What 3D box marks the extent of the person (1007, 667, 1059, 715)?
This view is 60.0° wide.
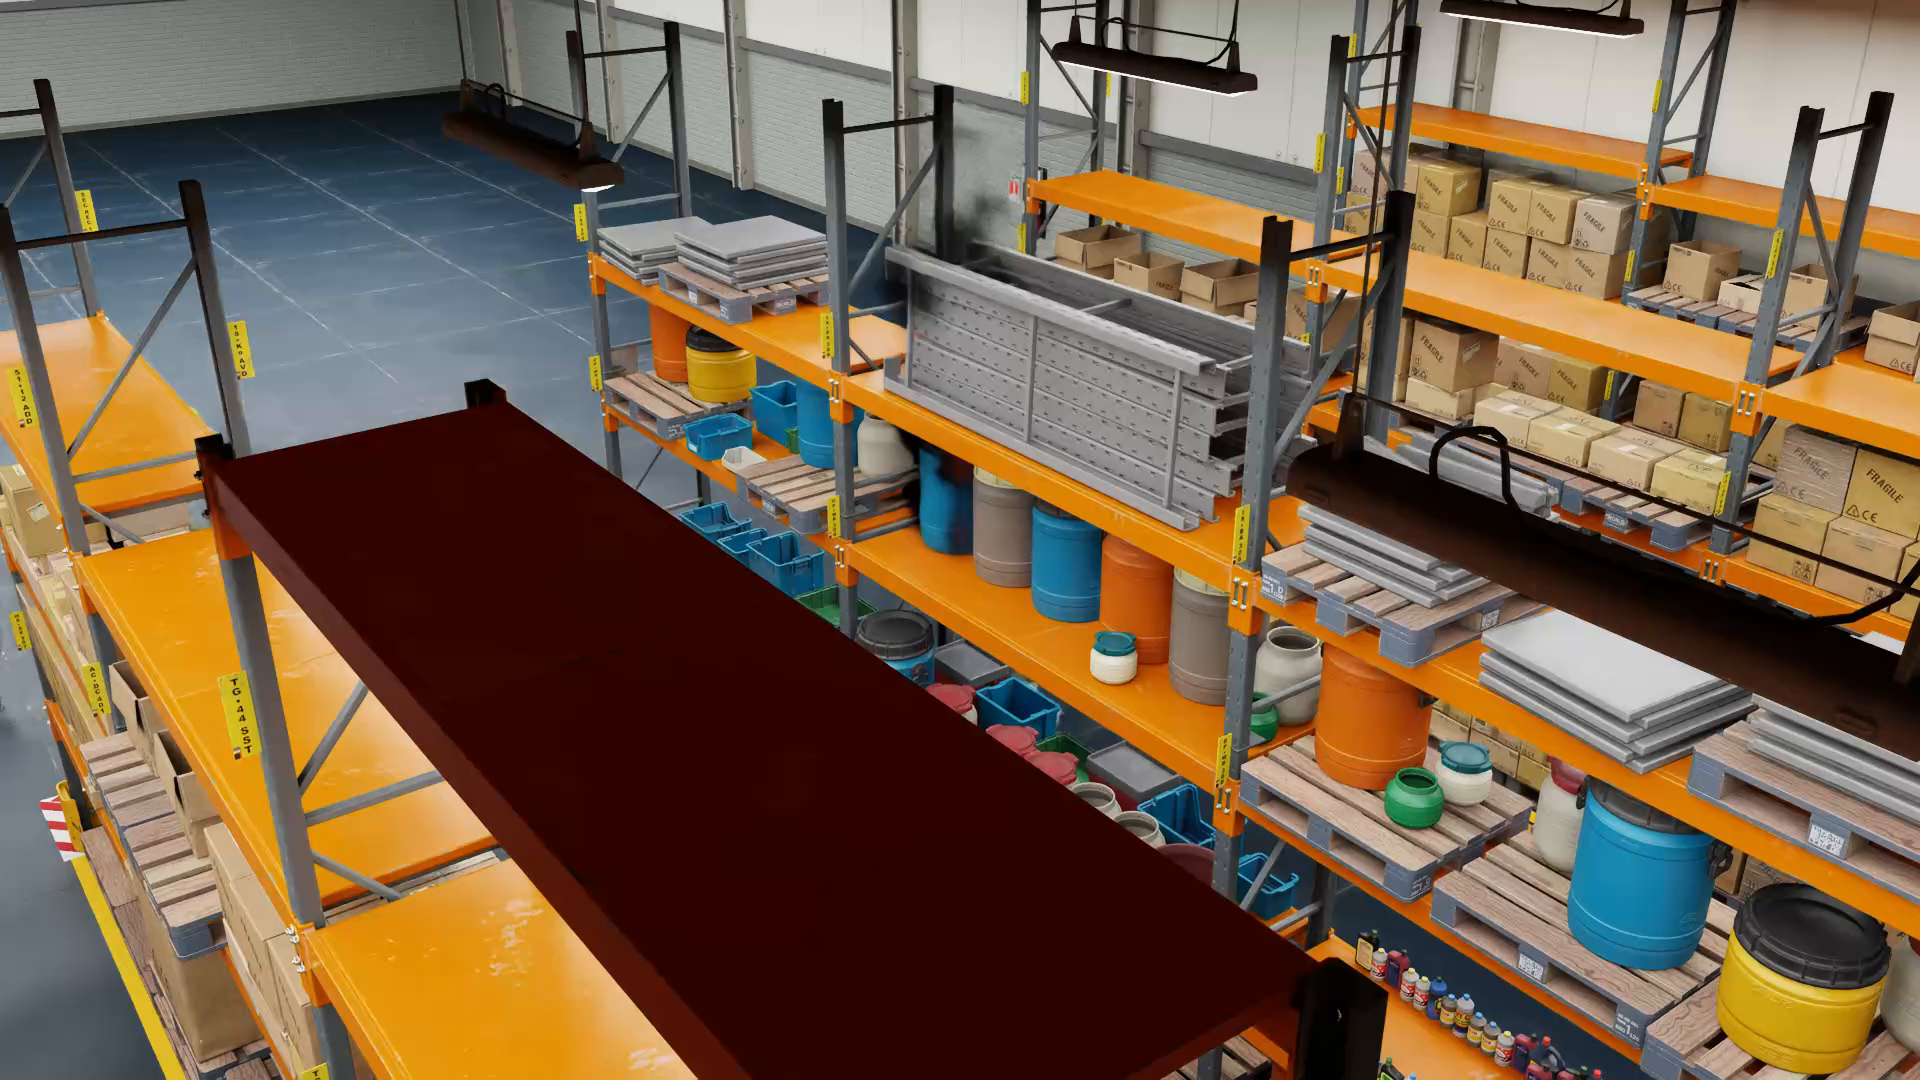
[{"bbox_3d":[0.714,1.015,14.905,0.563,1.573,0.609,-22,33,-39],"label":"person"}]
